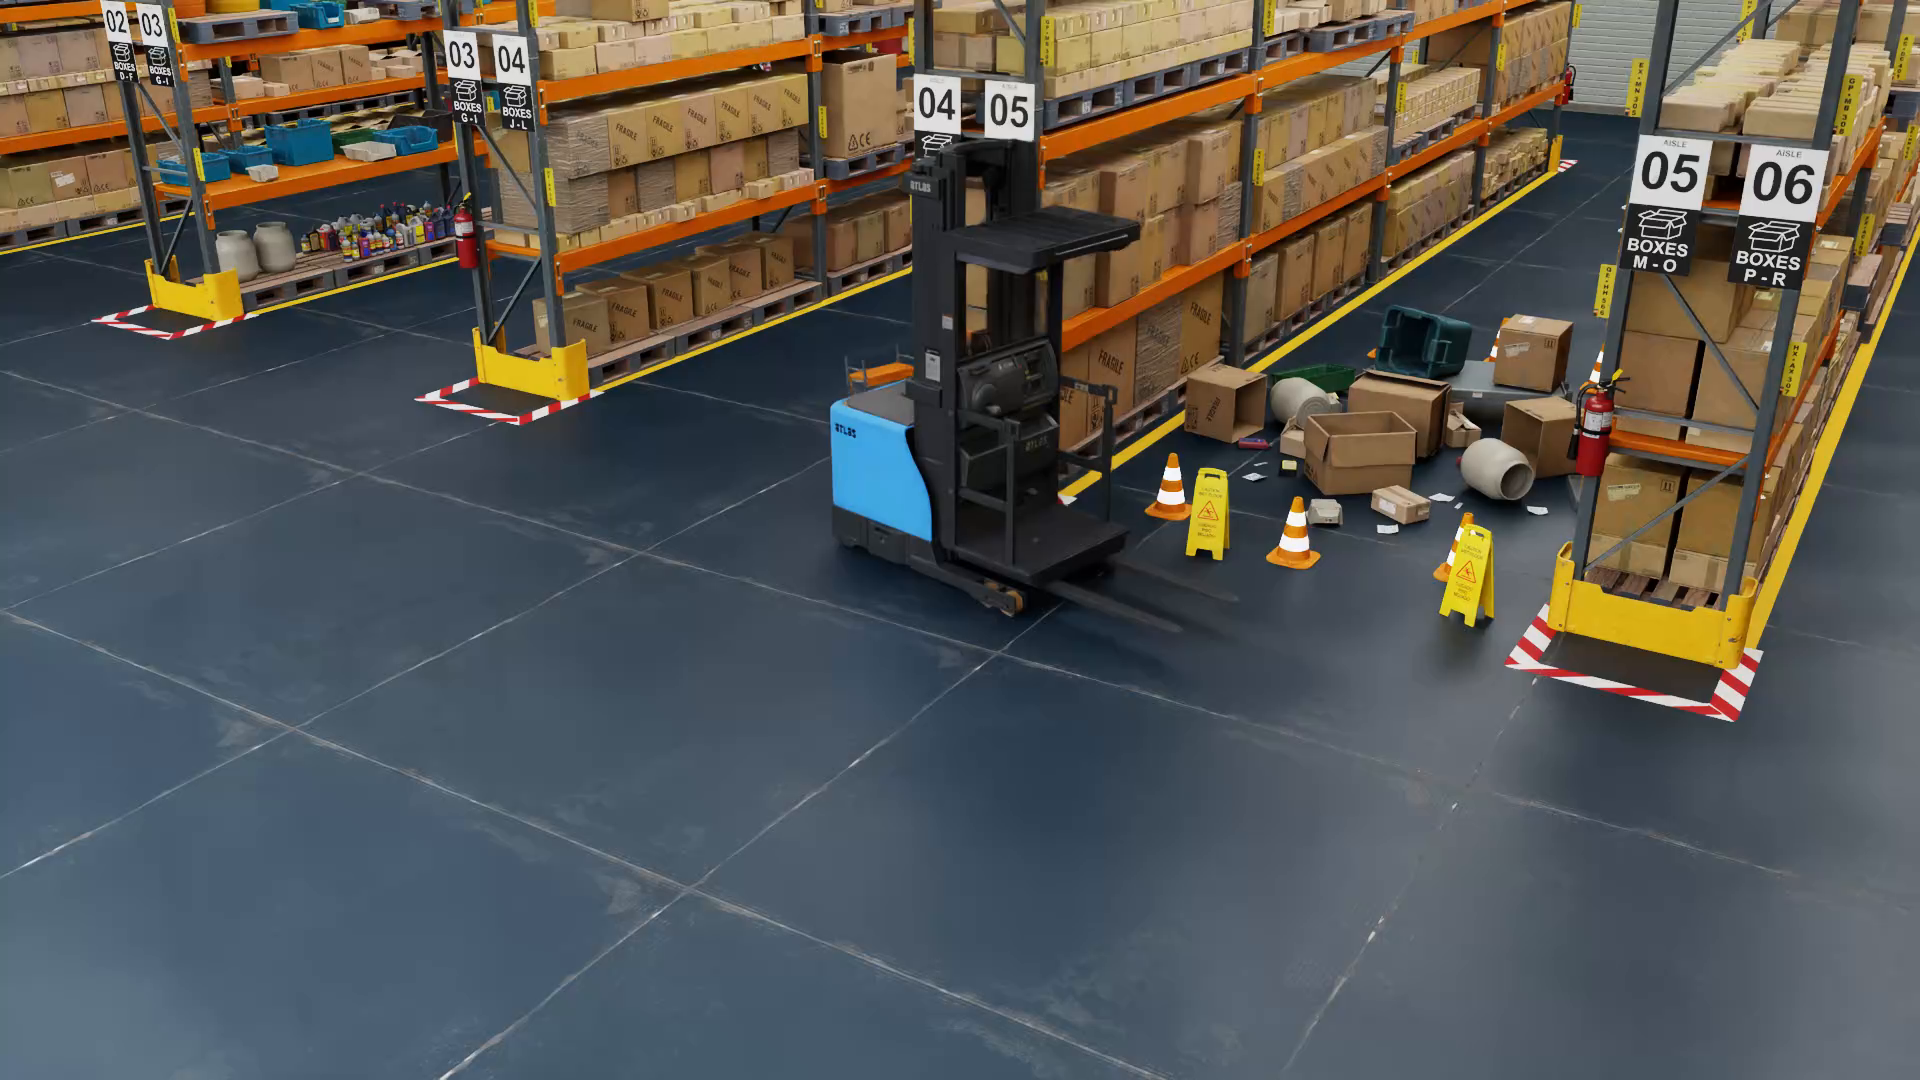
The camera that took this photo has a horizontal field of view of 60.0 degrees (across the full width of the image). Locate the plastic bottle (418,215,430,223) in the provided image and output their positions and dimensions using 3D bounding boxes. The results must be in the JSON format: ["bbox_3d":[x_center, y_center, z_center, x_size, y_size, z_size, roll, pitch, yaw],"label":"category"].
[{"bbox_3d":[-6.465,-3.809,20.148,0.152,0.276,0.135,14,27,29],"label":"plastic bottle"}]

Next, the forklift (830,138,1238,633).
[{"bbox_3d":[0.479,-1.073,11.039,3.031,2.935,1.130,21,31,39],"label":"forklift"}]

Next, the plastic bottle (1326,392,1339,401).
[{"bbox_3d":[3.375,-1.308,15.194,0.133,0.061,0.283,1,23,2],"label":"plastic bottle"}]

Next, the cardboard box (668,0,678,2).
[{"bbox_3d":[-5.357,-9.696,29.487,0.500,0.500,0.500,13,27,27],"label":"cardboard box"}]

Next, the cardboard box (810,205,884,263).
[{"bbox_3d":[-1.312,-3.554,19.277,0.700,0.500,0.500,14,27,29],"label":"cardboard box"}]

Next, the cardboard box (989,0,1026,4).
[{"bbox_3d":[0.421,-4.025,12.654,0.380,0.149,0.250,14,27,30],"label":"cardboard box"}]

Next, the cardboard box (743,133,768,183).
[{"bbox_3d":[-2.505,-4.022,17.264,0.875,0.500,0.500,14,27,29],"label":"cardboard box"}]

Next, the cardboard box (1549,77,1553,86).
[{"bbox_3d":[8.474,-6.755,24.395,0.380,0.149,0.250,14,27,29],"label":"cardboard box"}]

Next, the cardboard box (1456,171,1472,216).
[{"bbox_3d":[6.282,-4.509,21.508,0.500,0.500,0.500,13,27,28],"label":"cardboard box"}]

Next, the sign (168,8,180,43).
[{"bbox_3d":[-7.775,-5.091,16.448,0.100,0.325,0.005,14,27,29],"label":"sign"}]

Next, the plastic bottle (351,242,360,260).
[{"bbox_3d":[-6.964,-3.327,19.127,0.097,0.201,0.097,0,23,0],"label":"plastic bottle"}]

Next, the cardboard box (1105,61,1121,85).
[{"bbox_3d":[0.982,-3.521,12.493,0.380,0.149,0.250,14,27,29],"label":"cardboard box"}]

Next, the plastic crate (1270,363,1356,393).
[{"bbox_3d":[3.260,-1.469,15.334,0.662,0.188,0.450,-12,16,-26],"label":"plastic crate"}]

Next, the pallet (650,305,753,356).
[{"bbox_3d":[-2.889,-2.212,17.095,1.003,0.211,1.213,14,27,29],"label":"pallet"}]

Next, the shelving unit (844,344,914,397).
[{"bbox_3d":[-0.548,-0.843,12.653,0.503,1.200,0.258,-18,23,-36],"label":"shelving unit"}]

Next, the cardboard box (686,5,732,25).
[{"bbox_3d":[-2.448,-5.116,16.203,0.380,0.149,0.250,15,28,31],"label":"cardboard box"}]

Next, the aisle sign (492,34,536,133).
[{"bbox_3d":[-3.810,-3.899,14.208,0.394,0.787,0.004,14,27,29],"label":"aisle sign"}]

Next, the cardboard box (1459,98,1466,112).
[{"bbox_3d":[6.148,-5.496,20.958,0.380,0.149,0.250,14,27,29],"label":"cardboard box"}]

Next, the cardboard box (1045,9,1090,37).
[{"bbox_3d":[0.708,-3.712,11.931,0.380,0.149,0.250,14,27,29],"label":"cardboard box"}]

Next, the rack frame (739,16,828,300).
[{"bbox_3d":[-1.922,-4.139,18.036,1.000,3.000,0.127,14,27,29],"label":"rack frame"}]

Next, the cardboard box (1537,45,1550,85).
[{"bbox_3d":[8.015,-6.747,23.559,0.500,0.500,0.500,14,27,29],"label":"cardboard box"}]

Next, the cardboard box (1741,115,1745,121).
[{"bbox_3d":[4.706,-2.553,10.410,0.500,0.250,0.500,13,27,28],"label":"cardboard box"}]

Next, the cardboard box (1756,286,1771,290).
[{"bbox_3d":[5.307,-2.074,11.507,0.700,0.500,0.500,14,27,29],"label":"cardboard box"}]

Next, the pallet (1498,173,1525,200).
[{"bbox_3d":[7.426,-5.134,23.843,1.003,0.211,1.213,14,27,29],"label":"pallet"}]

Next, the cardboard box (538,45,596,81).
[{"bbox_3d":[-3.558,-4.206,14.602,0.500,0.250,0.500,15,27,30],"label":"cardboard box"}]

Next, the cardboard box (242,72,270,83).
[{"bbox_3d":[-10.028,-6.490,23.636,0.396,0.266,0.258,13,27,28],"label":"cardboard box"}]

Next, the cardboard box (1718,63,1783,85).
[{"bbox_3d":[5.304,-3.110,11.195,0.380,0.149,0.250,14,27,30],"label":"cardboard box"}]

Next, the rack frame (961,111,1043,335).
[{"bbox_3d":[0.129,-1.716,12.438,1.000,3.000,0.127,14,27,29],"label":"rack frame"}]

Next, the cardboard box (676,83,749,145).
[{"bbox_3d":[-2.453,-4.234,16.495,0.500,0.500,0.500,14,27,29],"label":"cardboard box"}]

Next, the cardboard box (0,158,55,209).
[{"bbox_3d":[-11.712,-4.445,20.731,0.500,0.500,0.500,14,27,29],"label":"cardboard box"}]

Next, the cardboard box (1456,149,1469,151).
[{"bbox_3d":[6.855,-5.349,23.142,0.380,0.149,0.250,15,27,31],"label":"cardboard box"}]

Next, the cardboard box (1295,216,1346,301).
[{"bbox_3d":[3.493,-3.094,17.924,1.050,0.750,0.750,14,27,30],"label":"cardboard box"}]

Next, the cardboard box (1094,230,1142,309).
[{"bbox_3d":[0.960,-2.272,13.535,0.875,0.550,0.550,14,27,29],"label":"cardboard box"}]

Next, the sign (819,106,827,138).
[{"bbox_3d":[-1.457,-4.426,17.608,0.100,0.325,0.005,14,27,29],"label":"sign"}]

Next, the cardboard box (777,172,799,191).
[{"bbox_3d":[-1.925,-3.808,17.586,0.380,0.149,0.250,14,27,29],"label":"cardboard box"}]

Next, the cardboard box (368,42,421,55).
[{"bbox_3d":[-10.559,-8.913,31.241,0.750,0.750,0.750,14,27,30],"label":"cardboard box"}]

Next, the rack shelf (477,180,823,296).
[{"bbox_3d":[-2.977,-3.134,16.620,1.077,0.370,4.000,14,27,29],"label":"rack shelf"}]

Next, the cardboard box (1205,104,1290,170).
[{"bbox_3d":[2.765,-3.913,16.130,0.700,0.500,0.500,13,27,28],"label":"cardboard box"}]

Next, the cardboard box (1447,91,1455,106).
[{"bbox_3d":[5.866,-5.451,20.480,0.380,0.149,0.250,12,26,26],"label":"cardboard box"}]

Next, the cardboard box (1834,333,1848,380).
[{"bbox_3d":[7.514,-1.705,15.193,0.950,0.372,0.625,15,28,31],"label":"cardboard box"}]

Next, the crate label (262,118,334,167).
[{"bbox_3d":[-7.499,-4.521,18.874,0.502,0.435,0.616,14,27,29],"label":"crate label"}]

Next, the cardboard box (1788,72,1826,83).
[{"bbox_3d":[5.577,-2.924,10.766,0.380,0.149,0.250,15,27,30],"label":"cardboard box"}]

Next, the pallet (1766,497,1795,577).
[{"bbox_3d":[5.530,-0.136,12.297,1.003,0.211,1.213,14,27,29],"label":"pallet"}]

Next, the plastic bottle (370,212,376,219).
[{"bbox_3d":[-7.130,-3.837,20.202,0.061,0.283,0.133,15,28,31],"label":"plastic bottle"}]

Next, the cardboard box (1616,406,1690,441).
[{"bbox_3d":[4.403,-0.768,10.566,0.380,0.149,0.250,15,28,31],"label":"cardboard box"}]

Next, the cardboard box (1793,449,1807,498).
[{"bbox_3d":[6.141,-0.556,12.691,0.500,0.250,0.500,13,27,28],"label":"cardboard box"}]

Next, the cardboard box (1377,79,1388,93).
[{"bbox_3d":[5.040,-5.552,20.337,0.380,0.149,0.250,15,27,31],"label":"cardboard box"}]

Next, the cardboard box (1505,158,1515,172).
[{"bbox_3d":[7.574,-5.287,23.372,0.380,0.149,0.250,14,27,29],"label":"cardboard box"}]

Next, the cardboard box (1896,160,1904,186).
[{"bbox_3d":[9.084,-3.693,16.564,0.500,0.250,0.500,14,27,29],"label":"cardboard box"}]

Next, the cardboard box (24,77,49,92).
[{"bbox_3d":[-11.513,-5.646,20.575,0.380,0.149,0.250,13,27,27],"label":"cardboard box"}]

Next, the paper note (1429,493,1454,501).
[{"bbox_3d":[3.770,-0.336,13.003,0.142,0.019,0.148,-17,29,-35],"label":"paper note"}]

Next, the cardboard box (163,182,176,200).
[{"bbox_3d":[-10.667,-4.779,22.445,0.500,0.250,0.500,14,27,29],"label":"cardboard box"}]

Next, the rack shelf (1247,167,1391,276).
[{"bbox_3d":[3.294,-3.411,17.259,1.077,0.370,4.000,14,27,29],"label":"rack shelf"}]

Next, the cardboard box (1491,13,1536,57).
[{"bbox_3d":[7.456,-6.850,22.539,0.500,0.500,0.500,14,27,30],"label":"cardboard box"}]

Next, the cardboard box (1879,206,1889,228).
[{"bbox_3d":[8.187,-2.951,15.079,0.380,0.149,0.250,14,27,30],"label":"cardboard box"}]

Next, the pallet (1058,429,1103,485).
[{"bbox_3d":[0.484,-0.722,13.653,1.003,0.211,1.213,14,27,29],"label":"pallet"}]
